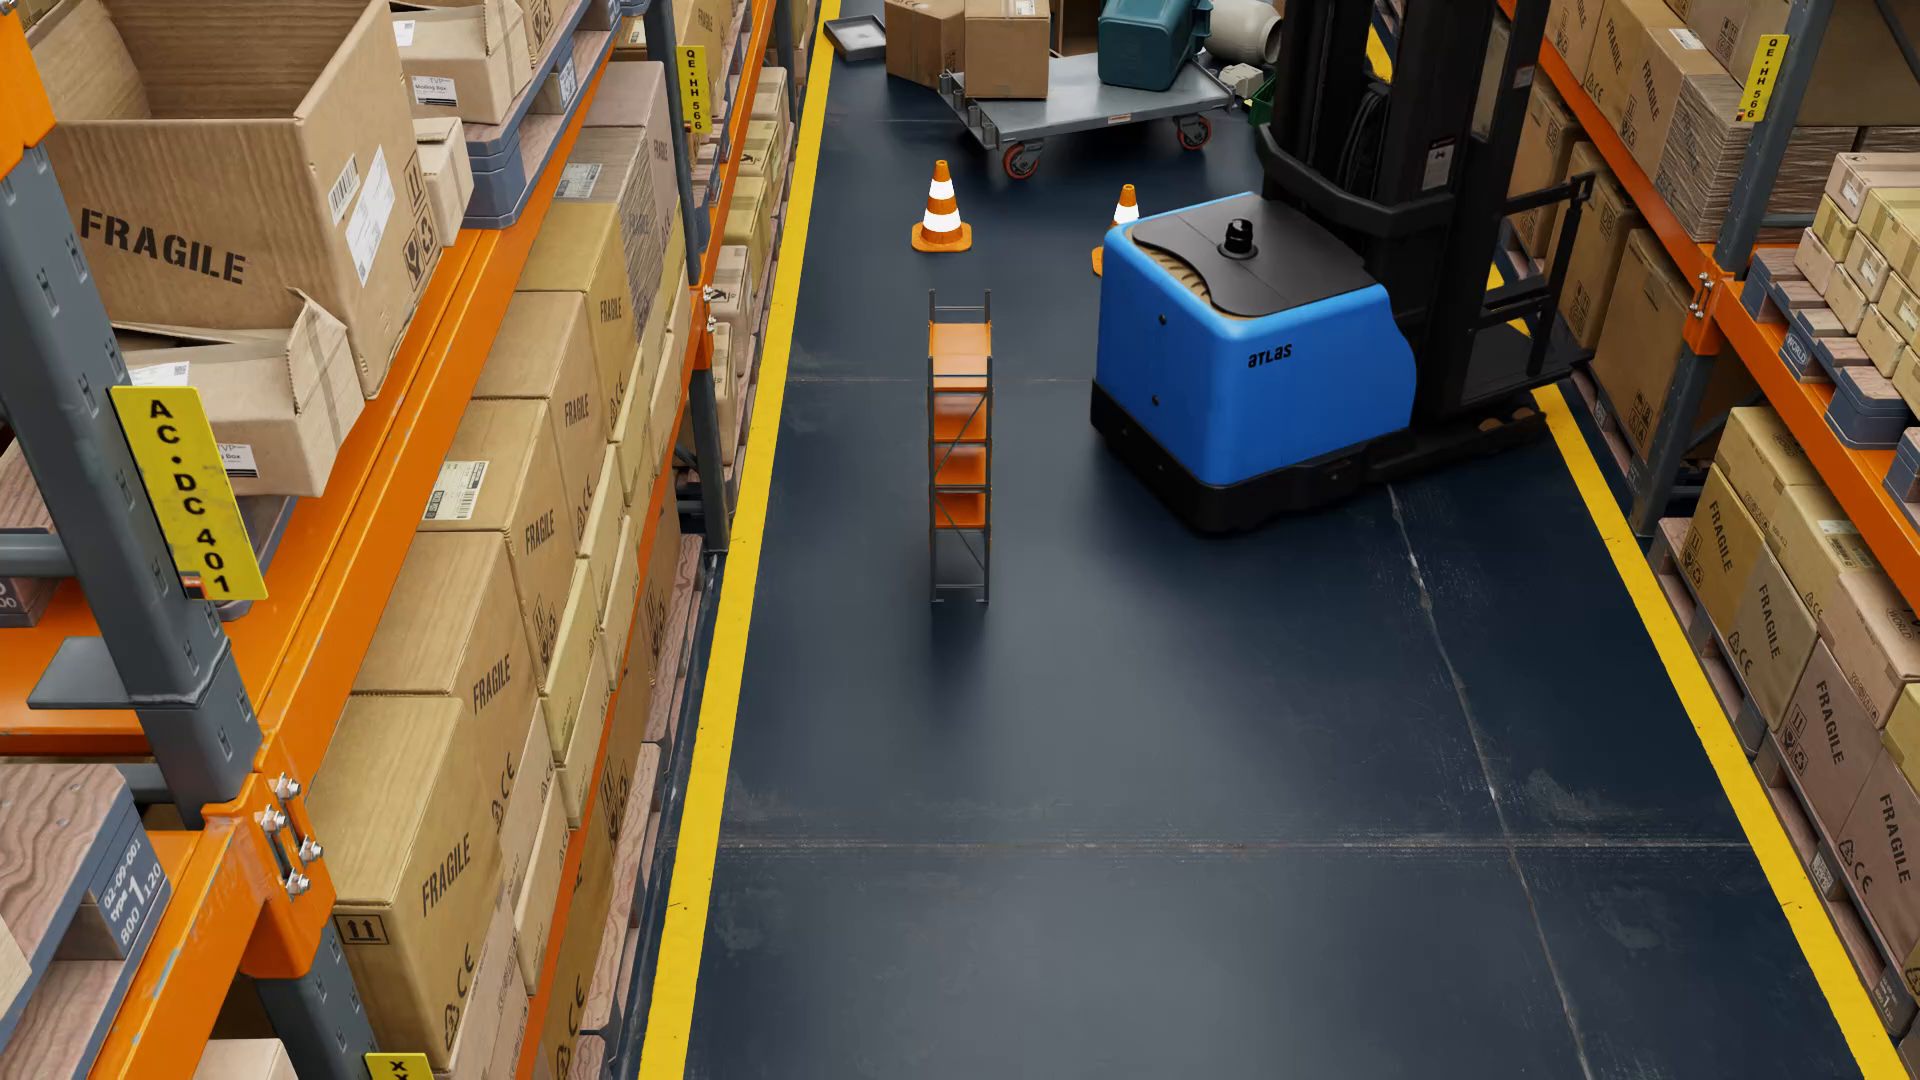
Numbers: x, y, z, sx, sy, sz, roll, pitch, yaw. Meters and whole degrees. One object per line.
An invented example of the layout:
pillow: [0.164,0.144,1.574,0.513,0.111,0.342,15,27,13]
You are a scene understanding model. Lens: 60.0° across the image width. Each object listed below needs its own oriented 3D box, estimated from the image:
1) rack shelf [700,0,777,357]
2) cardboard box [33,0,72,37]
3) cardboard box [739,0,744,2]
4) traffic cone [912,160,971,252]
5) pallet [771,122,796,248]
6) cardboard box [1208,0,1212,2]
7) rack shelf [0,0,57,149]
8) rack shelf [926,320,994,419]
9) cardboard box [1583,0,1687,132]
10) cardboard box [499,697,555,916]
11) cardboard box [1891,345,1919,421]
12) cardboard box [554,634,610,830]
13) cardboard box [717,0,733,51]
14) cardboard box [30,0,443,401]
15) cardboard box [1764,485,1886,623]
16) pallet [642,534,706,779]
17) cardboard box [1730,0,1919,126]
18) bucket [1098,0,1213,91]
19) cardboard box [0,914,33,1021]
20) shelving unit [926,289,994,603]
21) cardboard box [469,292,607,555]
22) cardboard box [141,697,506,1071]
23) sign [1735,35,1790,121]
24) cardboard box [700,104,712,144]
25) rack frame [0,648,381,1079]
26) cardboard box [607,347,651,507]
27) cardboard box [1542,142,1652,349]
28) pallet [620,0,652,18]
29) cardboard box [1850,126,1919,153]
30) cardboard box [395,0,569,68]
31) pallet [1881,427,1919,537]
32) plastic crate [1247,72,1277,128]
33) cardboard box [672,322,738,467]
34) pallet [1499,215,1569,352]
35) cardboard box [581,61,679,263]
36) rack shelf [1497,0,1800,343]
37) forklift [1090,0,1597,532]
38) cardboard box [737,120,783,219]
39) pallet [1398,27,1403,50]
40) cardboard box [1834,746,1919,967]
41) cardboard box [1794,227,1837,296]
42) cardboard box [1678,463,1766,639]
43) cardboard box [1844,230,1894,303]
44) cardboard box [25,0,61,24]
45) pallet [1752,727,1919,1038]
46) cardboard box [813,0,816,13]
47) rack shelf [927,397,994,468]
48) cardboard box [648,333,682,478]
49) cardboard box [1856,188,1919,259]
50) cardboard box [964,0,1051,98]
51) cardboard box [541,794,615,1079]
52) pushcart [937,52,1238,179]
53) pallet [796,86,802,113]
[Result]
rack shelf: [-1.503,-2.118,8.070,1.077,0.370,4.000,0,39,0]
cardboard box: [-6.154,-3.355,10.901,0.500,0.250,0.500,-1,39,-1]
cardboard box: [-1.242,-2.756,8.155,0.380,0.149,0.250,0,39,0]
traffic cone: [-0.104,-1.885,9.233,0.336,0.463,0.334,0,39,0]
pallet: [-1.503,-2.075,9.670,1.003,0.211,1.213,0,39,0]
cardboard box: [1.601,-3.723,11.684,0.396,0.266,0.258,6,39,8]
rack shelf: [-1.498,-1.802,3.198,1.077,0.370,4.000,0,39,0]
rack shelf: [0.000,-0.671,6.500,0.258,0.148,0.480,0,39,0]
cardboard box: [3.181,-2.160,7.467,0.500,0.500,0.500,-1,39,-1]
cardboard box: [-1.243,0.615,3.804,0.500,0.250,0.500,1,39,1]
cardboard box: [3.251,-0.496,5.335,0.380,0.149,0.250,2,39,2]
cardboard box: [-1.219,0.492,4.357,0.500,0.250,0.500,0,39,0]
cardboard box: [-1.284,-2.407,7.201,0.500,0.500,0.500,1,39,1]
cardboard box: [-1.207,-0.572,2.750,0.500,0.500,0.500,-1,39,-1]
cardboard box: [3.209,0.052,5.849,0.500,0.250,0.500,0,39,-1]
pallet: [-1.575,0.433,6.541,1.003,0.211,1.213,0,39,0]
cardboard box: [3.459,-1.925,6.374,0.700,0.500,0.500,0,39,0]
bucket: [1.139,-3.116,10.141,0.726,0.611,0.620,13,50,15]
cardboard box: [-1.175,0.431,1.606,0.396,0.266,0.258,1,39,1]
shelving unit: [0.000,-0.365,6.746,0.258,1.200,0.503,0,39,0]
cardboard box: [-1.242,-0.306,4.354,0.500,0.500,0.500,-1,39,-1]
cardboard box: [-1.209,0.649,3.163,0.500,0.500,0.500,0,39,0]
sign: [2.894,-1.664,6.002,0.100,0.325,0.005,0,39,0]
cardboard box: [-1.236,-1.765,6.919,0.380,0.149,0.250,-2,39,-3]
rack frame: [-1.496,1.353,3.163,1.000,3.000,0.127,0,39,0]
cardboard box: [-1.221,-0.341,4.997,0.500,0.250,0.500,-1,39,-1]
cardboard box: [3.534,-1.429,8.097,1.050,0.750,0.750,1,39,1]
pallet: [-1.447,-1.842,4.903,1.213,0.211,1.003,2,39,2]
cardboard box: [3.719,-1.535,6.687,0.500,0.500,0.500,0,39,0]
cardboard box: [-1.208,-1.420,3.809,0.500,0.500,0.500,0,39,0]
pallet: [3.493,0.098,4.883,1.003,0.211,1.213,0,39,0]
plastic crate: [2.135,-2.749,10.485,0.450,0.188,0.662,27,45,16]
cardboard box: [-1.491,-0.640,7.416,0.950,0.372,0.625,-2,39,-3]
pallet: [3.525,-1.381,8.804,1.003,0.211,1.213,0,39,0]
cardboard box: [-1.238,-1.254,5.537,0.500,0.500,0.500,-1,39,-1]
rack shelf: [3.447,-2.185,8.153,1.077,0.370,4.000,0,39,0]
forklift: [2.164,-1.820,7.177,3.031,2.935,1.130,-18,42,-21]
cardboard box: [-1.498,-2.011,9.126,0.950,0.372,0.625,2,39,3]
pallet: [3.522,-3.104,10.954,1.003,0.211,1.213,0,39,0]
cardboard box: [3.205,0.994,5.274,0.500,0.500,0.500,-1,39,-1]
cardboard box: [3.248,-1.001,5.965,0.380,0.149,0.250,-1,39,-1]
cardboard box: [3.195,0.039,6.466,0.500,0.500,0.500,-2,39,-2]
cardboard box: [3.252,-0.925,5.633,0.380,0.149,0.250,2,39,2]
cardboard box: [-6.163,-3.547,10.741,0.500,0.250,0.500,0,39,0]
pallet: [3.447,1.123,5.680,1.003,0.211,1.213,0,39,0]
cardboard box: [-1.251,-3.775,11.425,0.500,0.250,0.500,-1,39,-1]
rack shelf: [0.000,-0.487,6.648,0.258,0.148,0.480,0,39,0]
cardboard box: [-1.224,-0.454,5.538,0.500,0.250,0.500,1,39,1]
cardboard box: [3.259,-1.056,5.558,0.380,0.149,0.250,-1,39,-1]
cardboard box: [0.275,-2.990,9.975,0.500,0.500,0.500,0,39,0]
cardboard box: [-1.585,1.066,4.885,0.875,0.875,0.875,1,39,1]
pushcart: [0.775,-2.659,10.267,1.648,0.377,0.936,-13,40,-16]
pallet: [-1.541,-2.981,10.802,1.003,0.211,1.213,0,39,0]
